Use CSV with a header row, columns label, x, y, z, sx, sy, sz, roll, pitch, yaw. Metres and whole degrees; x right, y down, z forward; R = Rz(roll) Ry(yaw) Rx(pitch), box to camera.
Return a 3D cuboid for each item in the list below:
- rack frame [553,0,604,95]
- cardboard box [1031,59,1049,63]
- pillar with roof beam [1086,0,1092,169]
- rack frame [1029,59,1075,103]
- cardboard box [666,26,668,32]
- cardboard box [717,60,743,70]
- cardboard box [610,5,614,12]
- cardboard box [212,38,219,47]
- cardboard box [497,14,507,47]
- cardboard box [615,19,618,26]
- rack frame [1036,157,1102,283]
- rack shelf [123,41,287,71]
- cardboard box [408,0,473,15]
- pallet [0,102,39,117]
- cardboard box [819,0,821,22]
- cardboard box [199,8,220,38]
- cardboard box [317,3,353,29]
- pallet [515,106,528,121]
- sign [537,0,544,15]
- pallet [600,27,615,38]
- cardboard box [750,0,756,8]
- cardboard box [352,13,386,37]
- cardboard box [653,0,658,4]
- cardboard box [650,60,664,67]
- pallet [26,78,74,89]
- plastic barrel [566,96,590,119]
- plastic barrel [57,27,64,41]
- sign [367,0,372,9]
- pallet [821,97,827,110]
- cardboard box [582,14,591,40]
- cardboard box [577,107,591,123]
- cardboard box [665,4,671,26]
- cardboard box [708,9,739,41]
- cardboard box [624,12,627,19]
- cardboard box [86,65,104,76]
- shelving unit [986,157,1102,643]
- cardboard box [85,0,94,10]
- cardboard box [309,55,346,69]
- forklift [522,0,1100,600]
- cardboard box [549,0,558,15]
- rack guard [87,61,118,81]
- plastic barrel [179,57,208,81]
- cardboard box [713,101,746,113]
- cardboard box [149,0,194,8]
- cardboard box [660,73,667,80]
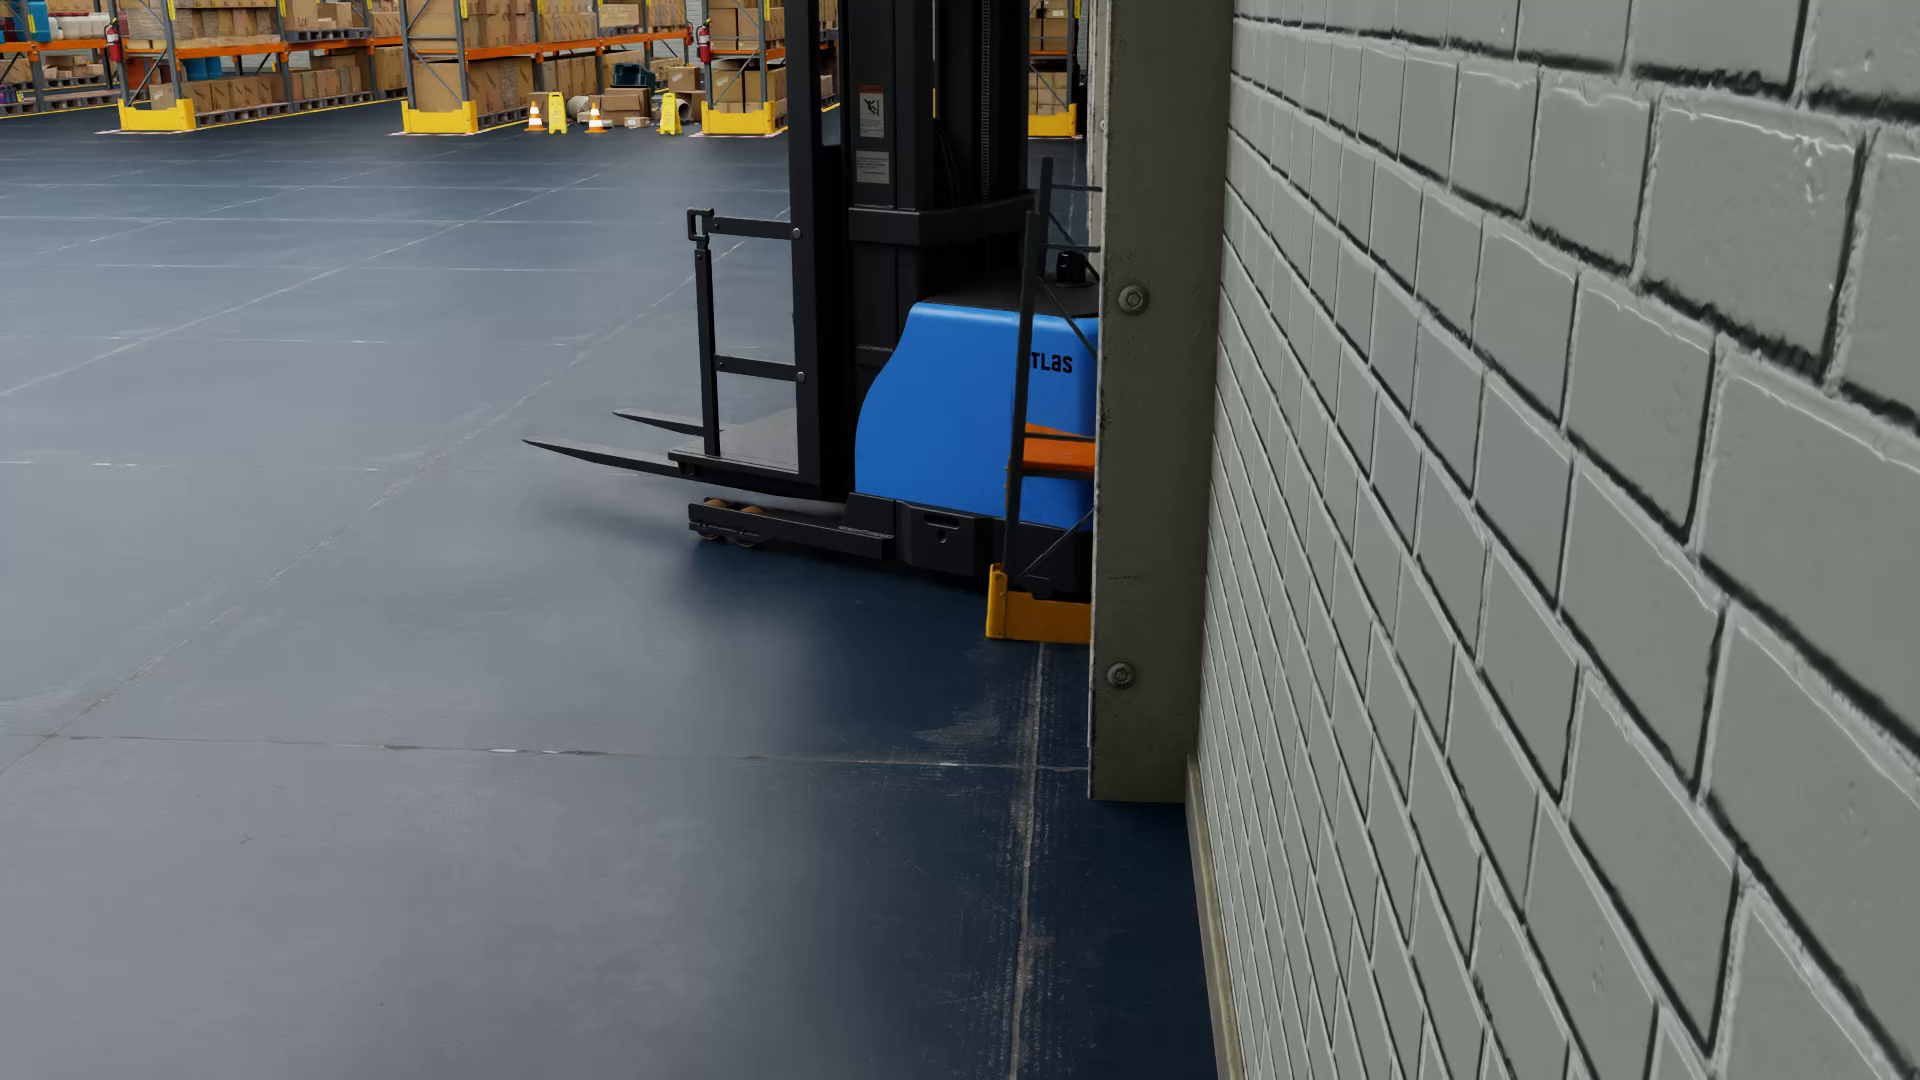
label,x,y,z,sx,sy,sz,roll,pitch,yaw
rack frame,-8.021,-10.683,34.707,1.000,3.000,0.127,1,18,4
cardboard box,1.709,-10.139,35.347,0.380,0.149,0.250,1,18,2
pillar with roof beam,-2.474,-9.289,20.819,9.100,9.000,0.400,1,18,4
rack frame,1.874,-10.494,34.131,1.000,3.000,0.127,1,18,4
cardboard box,-7.369,-12.542,40.786,0.380,0.149,0.250,1,18,2
cardboard box,-3.894,-8.047,28.158,0.380,0.149,0.250,2,18,6
cardboard box,-7.719,-11.511,36.008,0.380,0.149,0.250,2,18,6
cardboard box,-13.194,-8.692,29.037,0.380,0.149,0.250,1,18,4
cardboard box,-8.434,-8.893,29.006,0.875,0.550,0.500,1,18,4
cardboard box,-7.695,-11.309,36.348,0.380,0.149,0.250,2,18,5
rack frame,0.517,-0.721,6.492,0.500,1.500,0.032,5,23,4
rack shelf,-13.391,-8.619,29.566,1.077,0.370,4.000,1,18,4
cardboard box,-8.530,-8.897,27.282,0.875,0.550,0.550,1,18,4
pallet,-18.278,-8.160,31.488,1.003,0.211,1.213,1,18,4
cardboard box,-2.959,-10.198,31.915,0.500,0.500,0.500,1,18,4
cardboard box,-13.473,-9.011,28.969,0.875,0.500,0.500,1,18,4
cardboard box,-12.900,-10.728,34.010,0.700,0.500,0.500,4,19,12
pallet,-8.441,-7.881,30.635,1.003,0.211,1.213,1,18,4
sign,-7.754,-9.877,30.733,0.100,0.325,0.005,1,18,4
pallet,-8.076,-10.815,35.420,1.213,0.211,1.003,1,18,4
cardboard box,-3.788,-9.103,27.644,0.700,0.500,0.500,1,18,4
cardboard box,-12.655,-11.017,35.568,0.500,0.500,0.500,2,18,6
cardboard box,-7.437,-12.885,39.185,0.500,0.500,0.500,1,18,2
cardboard box,-7.360,-11.477,40.082,0.380,0.149,0.250,2,18,5
pallet,-22.505,-11.177,40.696,1.003,0.211,1.213,1,18,4
plastic barrel,-6.859,-7.829,30.137,0.512,0.421,0.421,17,25,41
plastic barrel,-17.940,-10.035,32.953,0.301,0.262,0.301,0,18,0
sign,-12.419,-11.328,34.945,0.100,0.325,0.005,1,18,4
pallet,-3.224,-8.658,33.006,1.003,0.211,1.213,1,18,4
cardboard box,-7.823,-10.429,33.774,0.500,0.500,0.500,1,18,4
cardboard box,-6.594,-7.566,29.587,0.396,0.266,0.258,4,19,13
cardboard box,-7.338,-12.739,40.344,0.500,0.500,0.500,2,18,7
cardboard box,-3.886,-8.482,27.355,0.500,0.500,0.500,1,18,3
cardboard box,-7.640,-11.694,37.045,0.380,0.149,0.250,0,18,1
cardboard box,-22.160,-11.965,42.331,0.500,0.250,0.500,1,18,4
shelving unit,0.470,-0.530,6.033,0.587,1.500,1.083,5,23,4
cardboard box,-22.094,-13.592,41.820,0.500,0.500,0.500,2,18,5
cardboard box,-13.007,-9.829,34.204,0.500,0.250,0.500,3,18,10
forklift,-0.538,-1.492,6.769,3.031,2.935,1.130,10,21,29
cardboard box,-8.207,-10.434,32.182,0.700,0.500,0.500,1,18,4
rack guard,-22.274,-12.320,43.719,1.175,0.500,0.348,1,18,4
plastic barrel,-17.721,-10.991,38.346,0.600,0.901,0.708,1,18,4
cardboard box,-3.859,-7.276,28.053,0.500,0.250,0.500,1,18,4
cardboard box,-13.224,-9.169,27.844,0.500,0.500,0.500,1,18,4
cardboard box,-7.335,-11.280,40.433,0.380,0.149,0.250,1,18,2
